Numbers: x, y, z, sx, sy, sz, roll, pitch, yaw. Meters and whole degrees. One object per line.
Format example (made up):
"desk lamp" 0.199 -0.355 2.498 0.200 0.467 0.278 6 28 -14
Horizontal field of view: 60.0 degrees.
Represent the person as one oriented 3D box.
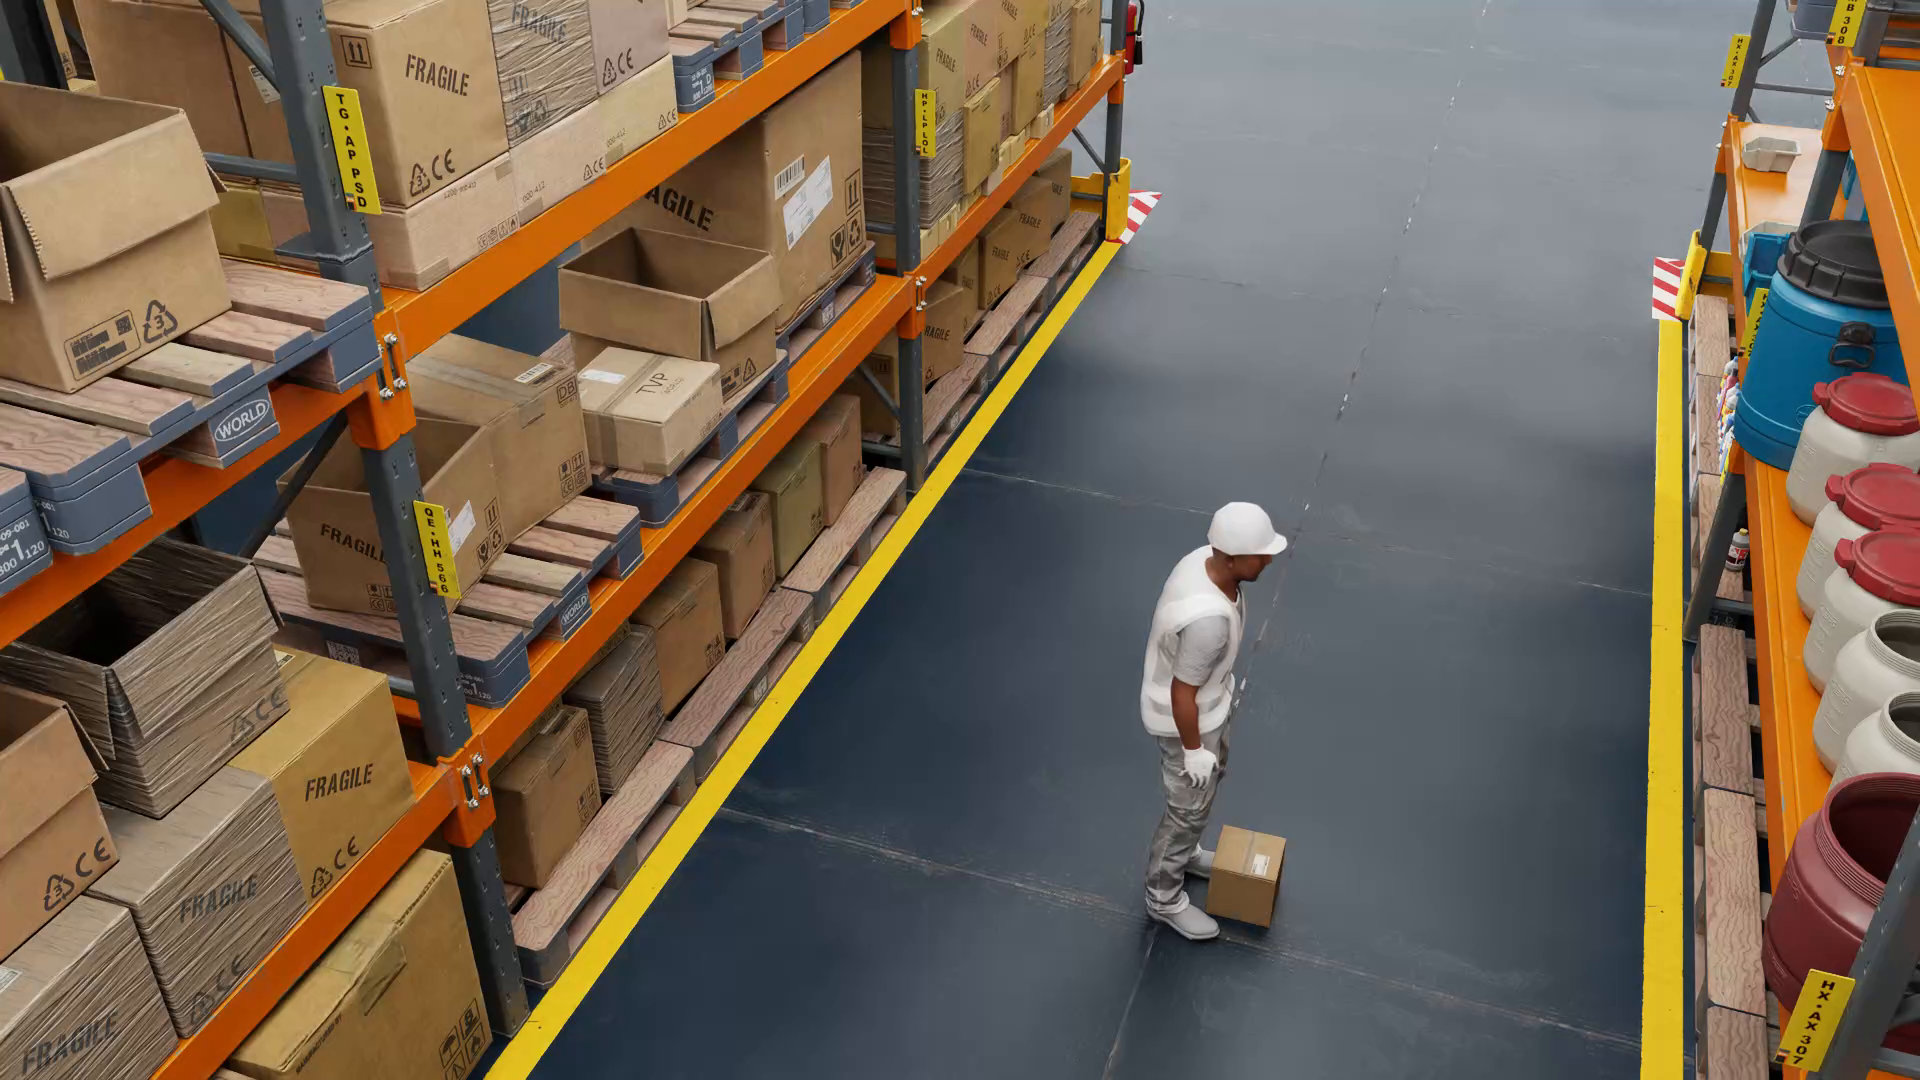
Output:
"person" 0.899 0.633 6.154 0.452 1.773 0.625 9 34 14
